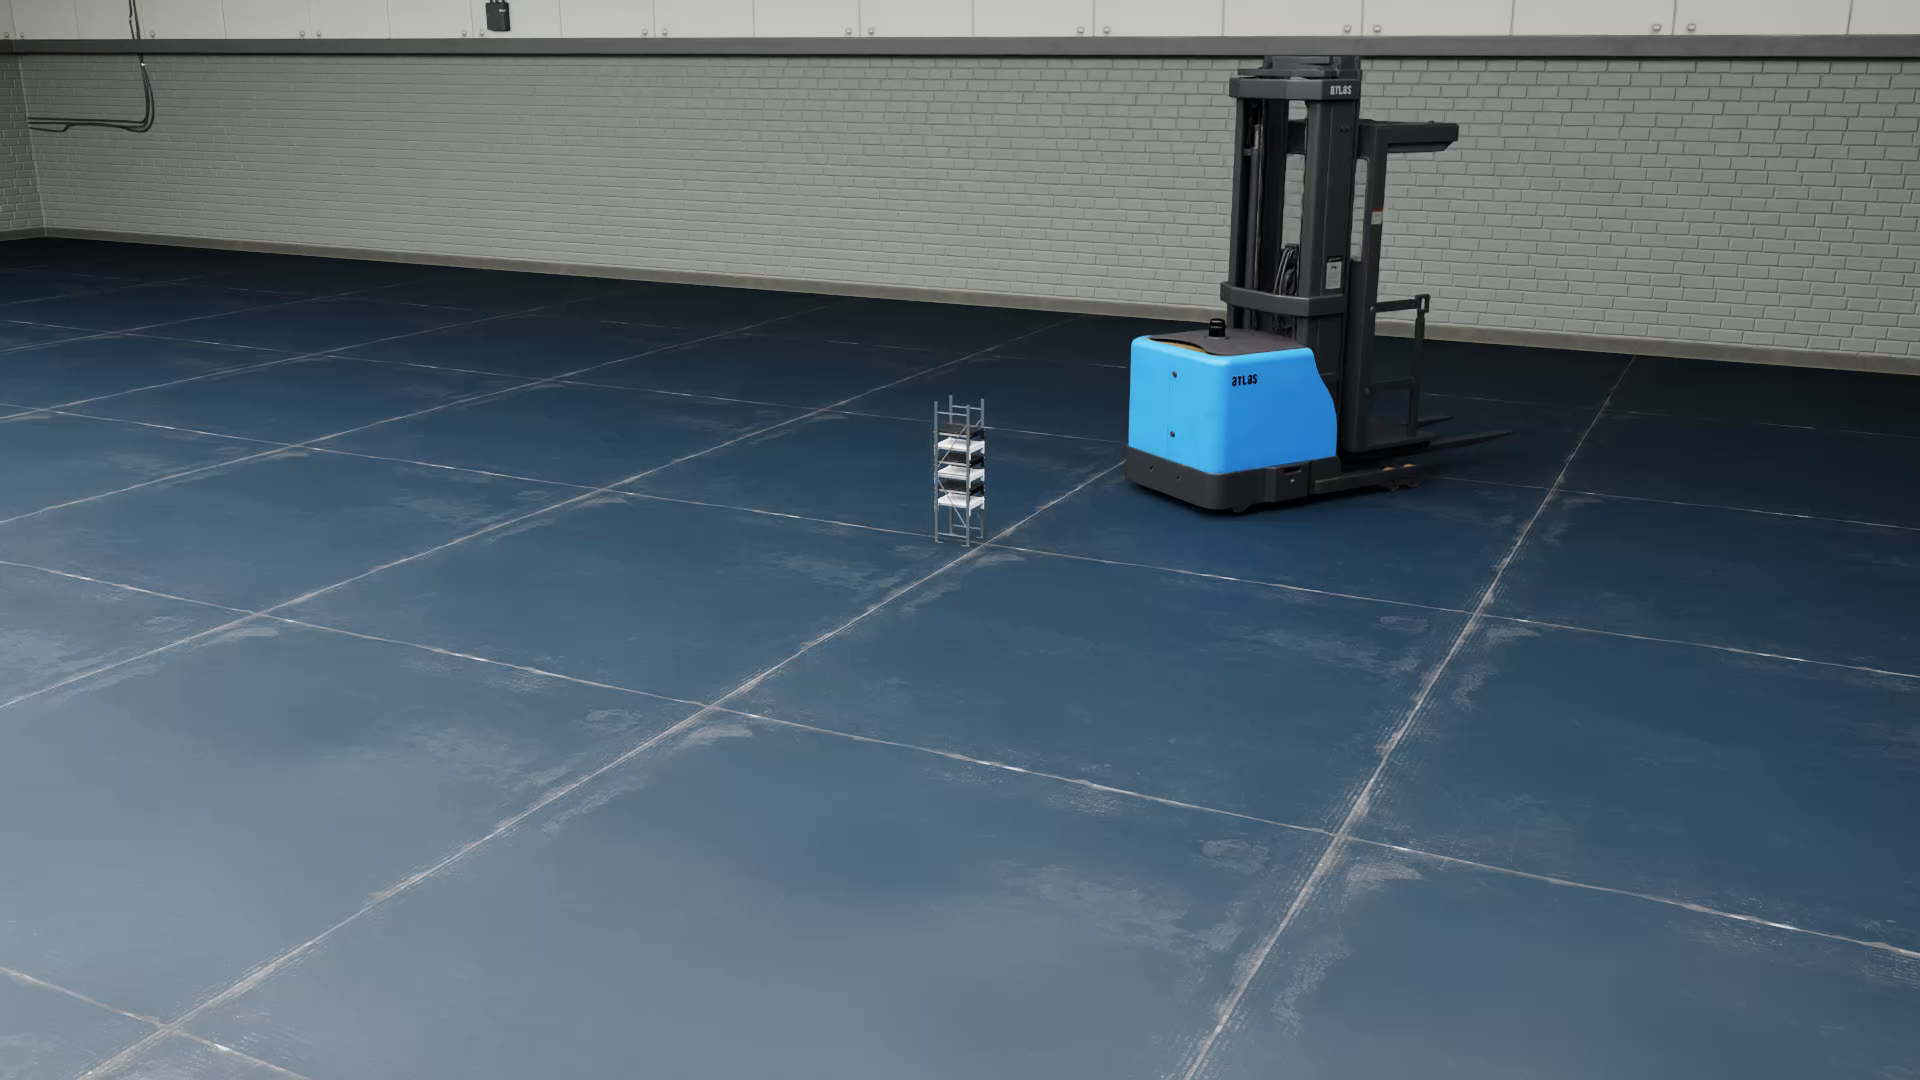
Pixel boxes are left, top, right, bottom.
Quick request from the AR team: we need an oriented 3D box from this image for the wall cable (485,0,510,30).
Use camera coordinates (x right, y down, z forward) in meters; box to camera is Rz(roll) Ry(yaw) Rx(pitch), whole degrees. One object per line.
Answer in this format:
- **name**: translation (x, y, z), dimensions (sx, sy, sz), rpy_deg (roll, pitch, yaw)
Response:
- **wall cable**: translation (-5.249, -9.530, 20.833), dimensions (2.305, 6.003, 0.169), rpy_deg (8, 18, 25)

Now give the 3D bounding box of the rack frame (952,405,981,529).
- **rack frame**: translation (0.041, -0.455, 10.477), dimensions (0.228, 0.785, 0.003), rpy_deg (8, 18, 25)

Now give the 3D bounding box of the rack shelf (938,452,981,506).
- **rack shelf**: translation (-0.004, -0.381, 10.404), dimensions (0.221, 0.281, 0.190), rpy_deg (8, 18, 25)

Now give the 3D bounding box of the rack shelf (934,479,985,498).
- **rack shelf**: translation (-0.004, -0.311, 10.424), dimensions (0.258, 0.077, 0.200), rpy_deg (8, 18, 25)

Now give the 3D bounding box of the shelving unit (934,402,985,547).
- **shelving unit**: translation (-0.004, -0.429, 10.389), dimensions (0.258, 0.900, 0.208), rpy_deg (8, 18, 25)

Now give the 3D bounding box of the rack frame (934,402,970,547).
- **rack frame**: translation (-0.049, -0.403, 10.302), dimensions (0.240, 0.900, 0.006), rpy_deg (8, 18, 25)

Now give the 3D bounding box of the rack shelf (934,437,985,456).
- **rack shelf**: translation (-0.004, -0.570, 10.348), dimensions (0.258, 0.077, 0.200), rpy_deg (8, 18, 25)

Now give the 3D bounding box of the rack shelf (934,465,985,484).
- **rack shelf**: translation (-0.004, -0.397, 10.399), dimensions (0.258, 0.077, 0.200), rpy_deg (8, 18, 25)

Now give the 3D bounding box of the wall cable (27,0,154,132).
- **wall cable**: translation (-13.735, -7.623, 25.839), dimensions (3.097, 2.526, 0.112), rpy_deg (8, 18, 25)
